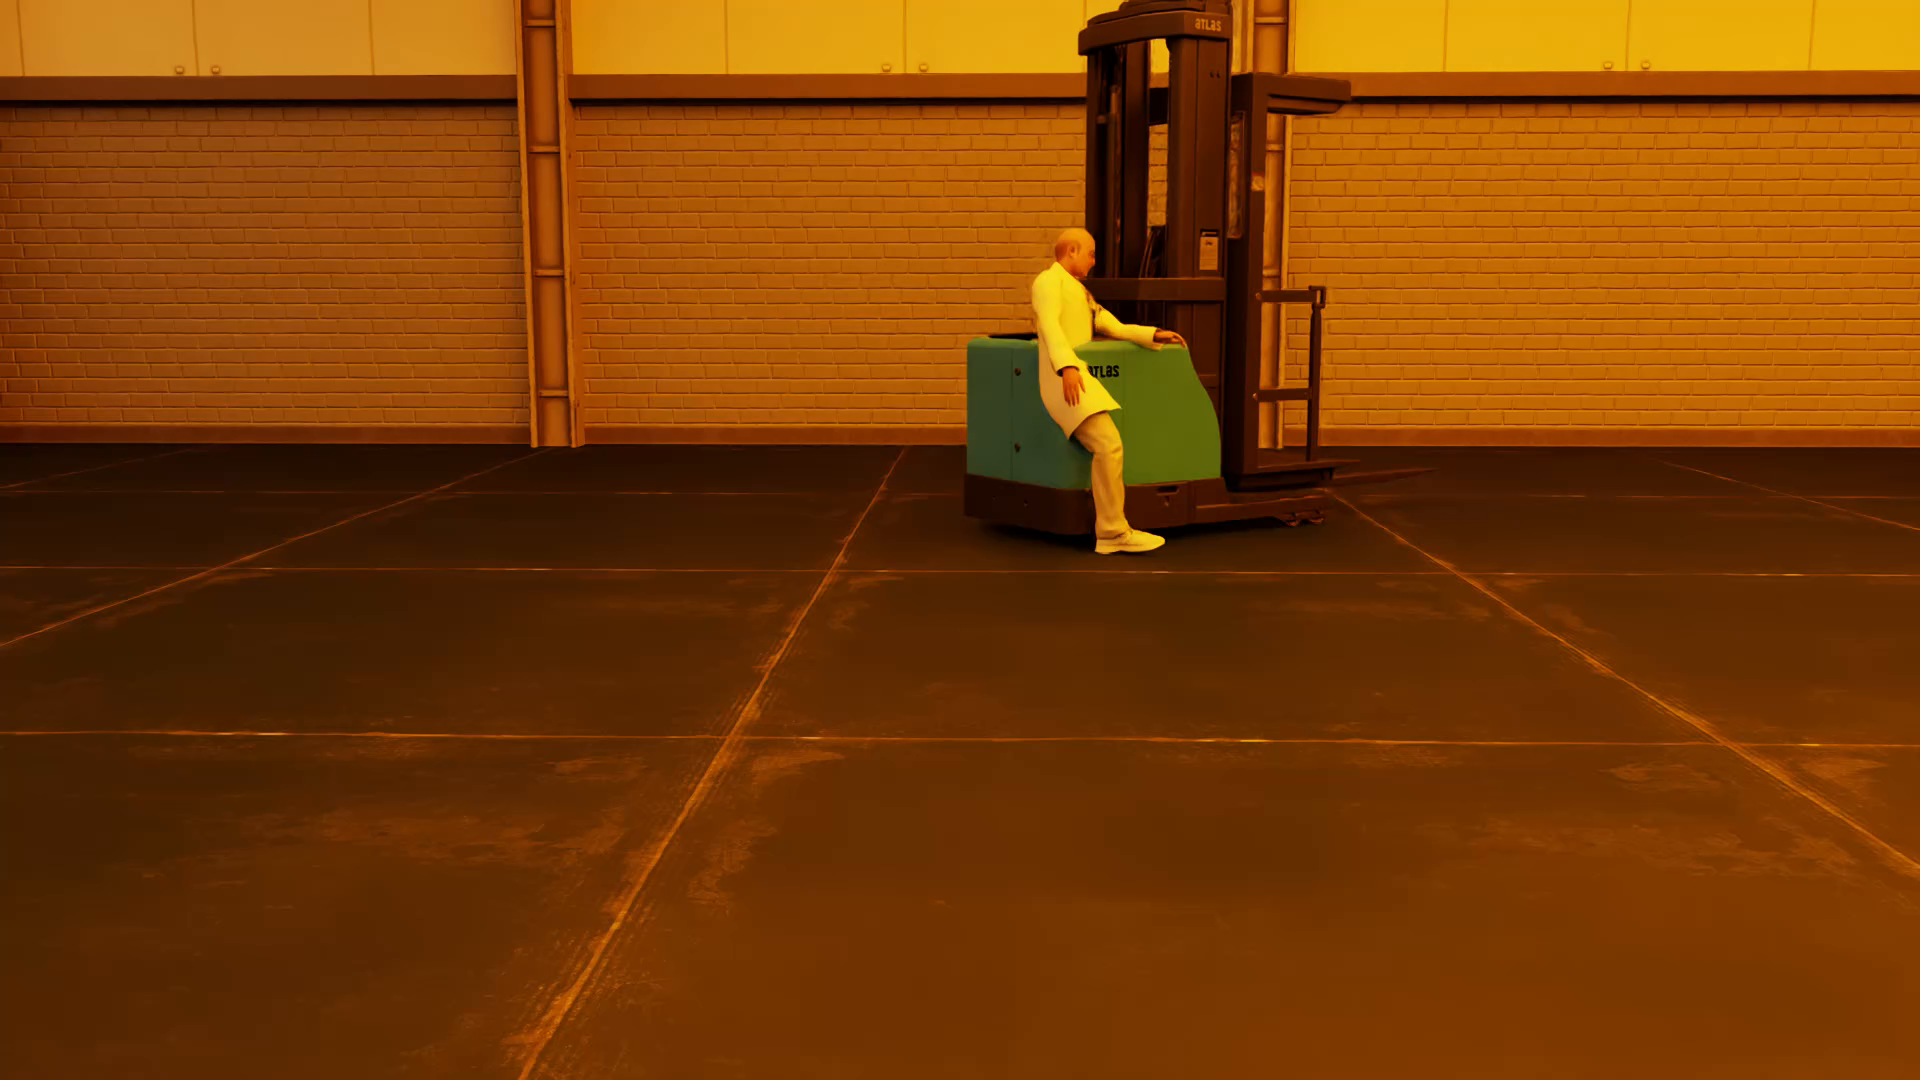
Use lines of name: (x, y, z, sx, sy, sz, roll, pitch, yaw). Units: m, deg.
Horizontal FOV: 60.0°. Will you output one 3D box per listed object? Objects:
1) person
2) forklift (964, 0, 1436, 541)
person: (0.718, -0.800, 8.739, 0.928, 1.662, 0.910, 2, 9, 12)
forklift: (1.536, -1.587, 9.686, 3.031, 2.935, 1.130, -6, 10, -33)
